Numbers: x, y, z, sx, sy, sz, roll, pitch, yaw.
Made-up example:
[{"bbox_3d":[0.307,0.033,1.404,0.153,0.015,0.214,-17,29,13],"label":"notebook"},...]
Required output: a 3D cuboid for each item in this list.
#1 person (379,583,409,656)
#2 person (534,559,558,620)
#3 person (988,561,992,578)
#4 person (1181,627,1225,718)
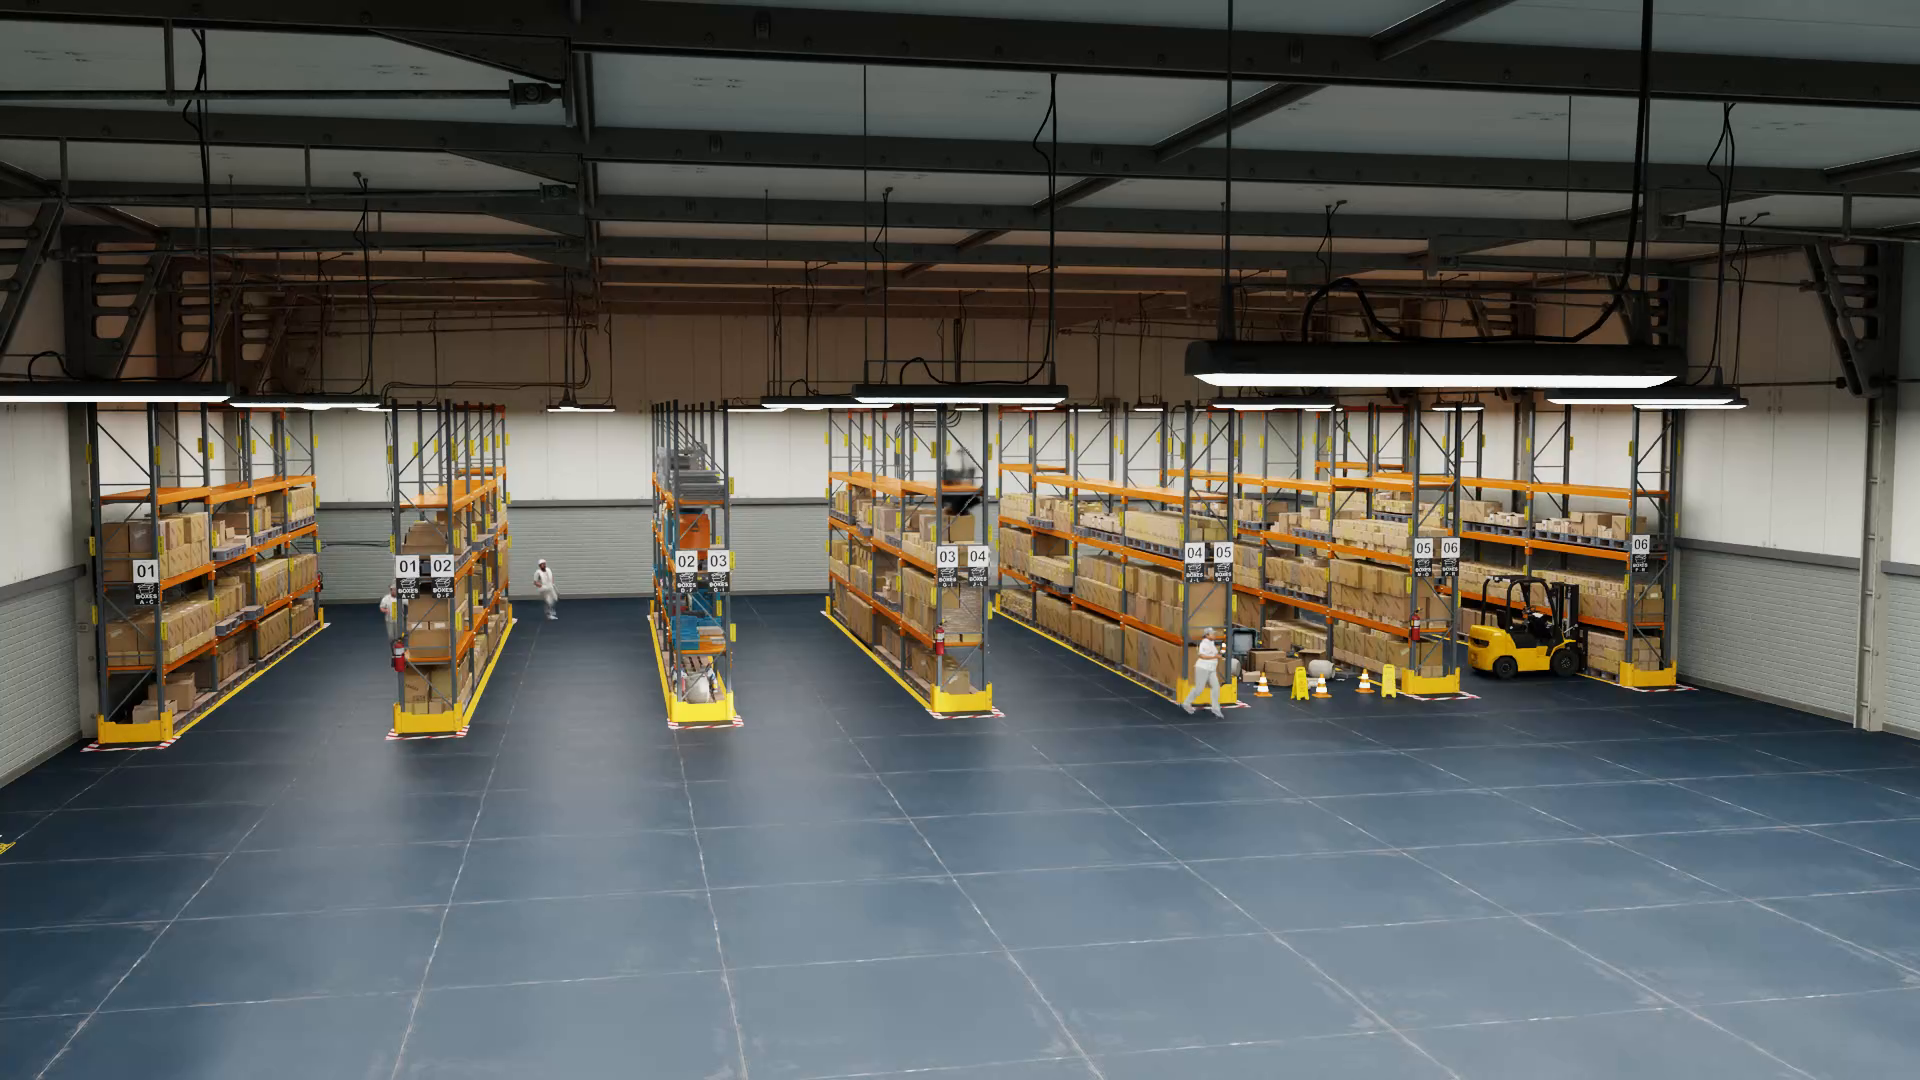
[{"bbox_3d":[-13.208,1.930,38.883,0.683,1.871,0.783,-1,4,-12],"label":"person"},{"bbox_3d":[-11.467,1.386,46.169,0.588,1.711,0.725,4,6,44],"label":"person"},{"bbox_3d":[0.615,1.113,49.503,0.872,1.792,0.706,-4,6,-40],"label":"person"},{"bbox_3d":[4.658,2.513,31.605,0.830,1.716,0.606,2,5,30],"label":"person"}]
